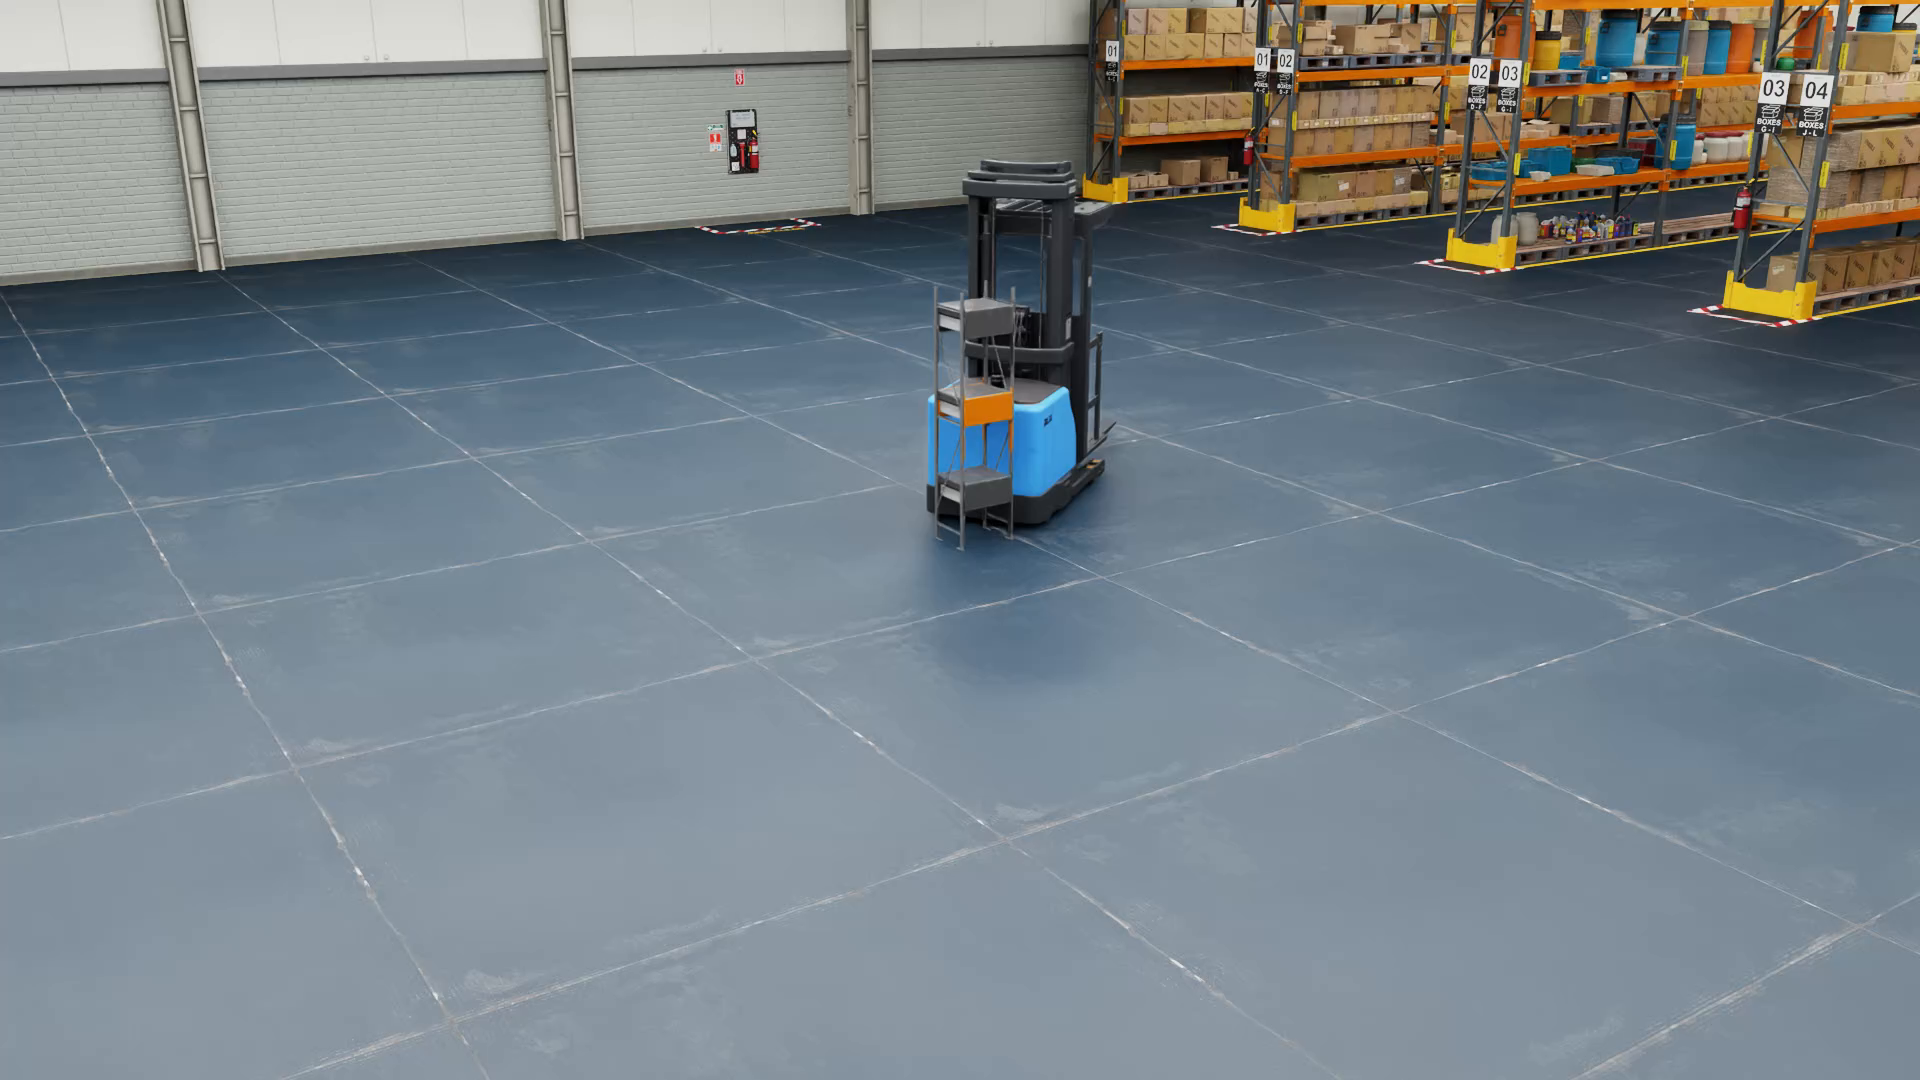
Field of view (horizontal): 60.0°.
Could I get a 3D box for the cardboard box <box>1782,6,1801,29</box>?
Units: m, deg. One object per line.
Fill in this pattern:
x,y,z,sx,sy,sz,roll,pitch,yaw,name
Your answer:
18.645,-11.893,37.838,0.500,0.500,0.700,-12,22,-31,cardboard box

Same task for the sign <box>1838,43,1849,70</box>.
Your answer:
11.446,-6.267,21.549,0.005,0.325,0.100,-12,22,-31,sign

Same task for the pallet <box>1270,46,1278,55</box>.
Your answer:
6.889,-10.668,36.227,1.003,0.211,1.213,-12,22,-31,pallet

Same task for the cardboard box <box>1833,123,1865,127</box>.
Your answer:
12.304,-5.579,23.381,0.500,0.500,0.500,-12,22,-31,cardboard box

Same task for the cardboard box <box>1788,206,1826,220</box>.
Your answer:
11.516,-4.444,22.599,0.250,0.149,0.380,-12,22,-31,cardboard box

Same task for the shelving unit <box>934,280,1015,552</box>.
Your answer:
0.112,-0.996,13.411,0.503,2.100,0.431,-12,22,-32,shelving unit

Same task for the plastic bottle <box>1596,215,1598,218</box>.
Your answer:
11.002,-5.521,28.958,0.135,0.276,0.152,-11,22,-29,plastic bottle

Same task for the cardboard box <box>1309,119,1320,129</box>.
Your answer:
6.367,-7.641,30.493,0.250,0.149,0.380,-13,22,-33,cardboard box

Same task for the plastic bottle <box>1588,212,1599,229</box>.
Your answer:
10.941,-5.490,28.749,0.185,0.351,0.144,-12,22,-31,plastic bottle

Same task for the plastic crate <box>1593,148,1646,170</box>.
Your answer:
11.257,-6.519,28.440,0.504,0.338,0.767,-12,22,-31,plastic crate

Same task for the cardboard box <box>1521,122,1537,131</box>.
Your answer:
11.530,-8.488,34.308,0.500,0.311,0.500,-12,22,-32,cardboard box

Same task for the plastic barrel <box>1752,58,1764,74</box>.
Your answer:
14.171,-8.380,29.380,0.301,0.262,0.301,0,19,0,plastic barrel

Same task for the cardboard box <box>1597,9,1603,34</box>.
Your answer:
13.177,-10.743,34.438,0.500,0.500,0.500,-12,22,-31,cardboard box

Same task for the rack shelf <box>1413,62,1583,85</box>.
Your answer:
10.713,-9.364,33.200,4.000,0.370,1.077,-12,22,-31,rack shelf

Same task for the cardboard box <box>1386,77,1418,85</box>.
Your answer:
10.201,-10.530,38.385,0.500,0.250,0.500,-11,22,-30,cardboard box

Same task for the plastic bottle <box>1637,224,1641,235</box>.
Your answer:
11.632,-5.342,28.544,0.097,0.201,0.097,0,19,0,plastic bottle

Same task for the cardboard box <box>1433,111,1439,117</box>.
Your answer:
11.117,-10.081,39.242,0.250,0.149,0.380,-12,22,-31,cardboard box

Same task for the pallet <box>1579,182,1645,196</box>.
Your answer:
14.046,-7.650,36.044,1.213,0.211,1.003,-12,22,-31,pallet

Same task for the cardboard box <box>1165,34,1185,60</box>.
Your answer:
4.291,-10.199,34.358,0.500,0.500,0.500,-11,21,-29,cardboard box

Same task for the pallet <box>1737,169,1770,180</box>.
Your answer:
18.336,-8.570,38.766,1.213,0.211,1.003,-12,22,-31,pallet

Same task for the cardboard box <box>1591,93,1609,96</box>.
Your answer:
15.917,-11.419,42.371,0.700,0.700,0.980,-11,21,-29,cardboard box

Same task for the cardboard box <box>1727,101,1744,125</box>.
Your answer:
17.145,-9.584,37.253,0.500,0.500,0.500,-12,22,-32,cardboard box

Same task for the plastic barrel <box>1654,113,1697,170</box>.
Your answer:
12.253,-6.831,28.483,0.708,0.901,0.600,-12,22,-31,plastic barrel

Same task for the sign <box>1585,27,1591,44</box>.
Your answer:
12.682,-10.190,33.588,0.005,0.325,0.100,-12,22,-31,sign

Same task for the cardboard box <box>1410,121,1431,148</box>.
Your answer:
8.676,-7.899,32.271,0.500,0.500,0.700,-13,22,-33,cardboard box

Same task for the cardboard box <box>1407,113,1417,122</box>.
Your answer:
8.508,-8.091,31.826,0.250,0.149,0.380,-13,22,-33,cardboard box

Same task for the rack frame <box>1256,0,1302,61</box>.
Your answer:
5.702,-10.069,29.478,0.127,3.000,1.000,-12,22,-31,rack frame

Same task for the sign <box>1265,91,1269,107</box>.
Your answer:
6.620,-9.522,35.876,0.005,0.325,0.100,-12,22,-31,sign

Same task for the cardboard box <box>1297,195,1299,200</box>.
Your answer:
6.398,-6.388,31.595,0.500,0.250,0.500,-12,22,-31,cardboard box

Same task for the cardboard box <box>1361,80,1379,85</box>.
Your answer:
9.384,-10.455,38.130,0.250,0.149,0.380,-16,24,-38,cardboard box

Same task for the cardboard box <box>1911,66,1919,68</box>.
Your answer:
13.623,-6.738,23.920,0.250,0.149,0.380,-12,22,-31,cardboard box

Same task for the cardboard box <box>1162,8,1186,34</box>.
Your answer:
4.298,-10.674,34.202,0.500,0.500,0.500,-11,22,-30,cardboard box

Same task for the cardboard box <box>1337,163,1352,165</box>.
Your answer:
8.589,-8.785,38.261,0.500,0.500,0.700,-12,22,-31,cardboard box

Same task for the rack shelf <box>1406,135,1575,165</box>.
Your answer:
10.713,-7.943,33.680,4.000,0.370,1.077,-12,22,-31,rack shelf

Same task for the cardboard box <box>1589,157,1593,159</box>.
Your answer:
13.468,-7.979,35.879,0.500,0.500,0.500,-13,23,-33,cardboard box

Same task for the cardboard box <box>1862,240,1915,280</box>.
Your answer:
13.658,-4.133,24.535,0.500,0.500,0.500,-5,19,-14,cardboard box

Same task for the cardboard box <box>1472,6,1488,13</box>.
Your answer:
12.189,-12.577,39.567,0.500,0.250,0.500,-10,21,-28,cardboard box

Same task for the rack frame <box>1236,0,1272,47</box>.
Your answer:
6.315,-12.098,35.479,0.127,3.000,1.000,-12,22,-31,rack frame

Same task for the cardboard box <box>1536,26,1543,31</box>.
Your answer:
13.719,-12.313,40.220,0.500,0.250,0.500,-12,22,-32,cardboard box

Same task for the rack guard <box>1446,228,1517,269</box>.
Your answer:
8.461,-4.743,26.995,0.348,0.500,1.175,-12,22,-31,rack guard

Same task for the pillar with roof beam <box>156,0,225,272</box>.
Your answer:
-9.582,-7.426,21.660,0.400,9.000,9.100,-12,22,-31,pillar with roof beam

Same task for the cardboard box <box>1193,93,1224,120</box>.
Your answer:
5.250,-9.209,35.331,0.500,0.500,0.500,-13,22,-33,cardboard box

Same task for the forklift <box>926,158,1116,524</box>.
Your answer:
0.707,-1.955,14.952,1.130,2.935,3.031,7,20,20,forklift

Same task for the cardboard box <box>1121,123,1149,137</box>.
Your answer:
3.557,-8.491,34.380,0.500,0.250,0.500,-13,22,-33,cardboard box

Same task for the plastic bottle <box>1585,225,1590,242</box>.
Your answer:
10.479,-5.132,27.813,0.097,0.271,0.097,0,19,0,plastic bottle

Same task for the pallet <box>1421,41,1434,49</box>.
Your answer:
11.097,-11.618,39.036,1.213,0.211,1.003,-11,21,-29,pallet

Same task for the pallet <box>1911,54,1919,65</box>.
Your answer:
17.844,-9.183,31.834,1.003,0.211,1.213,-12,22,-31,pallet

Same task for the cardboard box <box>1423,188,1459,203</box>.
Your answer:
9.516,-6.833,32.910,0.500,0.250,0.500,-13,22,-33,cardboard box

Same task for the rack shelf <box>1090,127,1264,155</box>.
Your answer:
4.645,-8.563,35.513,4.000,0.370,1.077,-12,22,-31,rack shelf

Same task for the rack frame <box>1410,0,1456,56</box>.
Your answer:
9.043,-10.774,31.562,0.127,3.000,1.000,-12,22,-31,rack frame

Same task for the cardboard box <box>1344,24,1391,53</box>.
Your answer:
7.598,-9.411,31.178,0.637,0.503,0.797,-9,21,-25,cardboard box

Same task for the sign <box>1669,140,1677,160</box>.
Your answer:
12.057,-6.588,28.117,0.005,0.325,0.100,-12,22,-31,sign

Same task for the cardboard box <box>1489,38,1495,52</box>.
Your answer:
10.673,-9.801,32.947,0.500,0.250,0.500,-14,23,-36,cardboard box

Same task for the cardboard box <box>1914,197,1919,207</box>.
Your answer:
13.585,-4.894,23.929,0.250,0.149,0.380,-12,22,-31,cardboard box

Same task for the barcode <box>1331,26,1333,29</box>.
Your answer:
8.451,-11.647,37.768,0.075,0.075,0.001,-12,22,-31,barcode

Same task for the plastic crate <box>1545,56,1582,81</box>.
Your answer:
9.850,-7.731,27.272,0.575,0.384,0.392,-12,22,-31,plastic crate

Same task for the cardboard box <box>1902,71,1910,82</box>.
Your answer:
12.792,-6.379,22.857,0.250,0.149,0.380,-12,22,-32,cardboard box

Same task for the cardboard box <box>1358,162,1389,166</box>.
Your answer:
8.070,-7.095,32.515,0.500,0.500,0.500,-12,22,-31,cardboard box
